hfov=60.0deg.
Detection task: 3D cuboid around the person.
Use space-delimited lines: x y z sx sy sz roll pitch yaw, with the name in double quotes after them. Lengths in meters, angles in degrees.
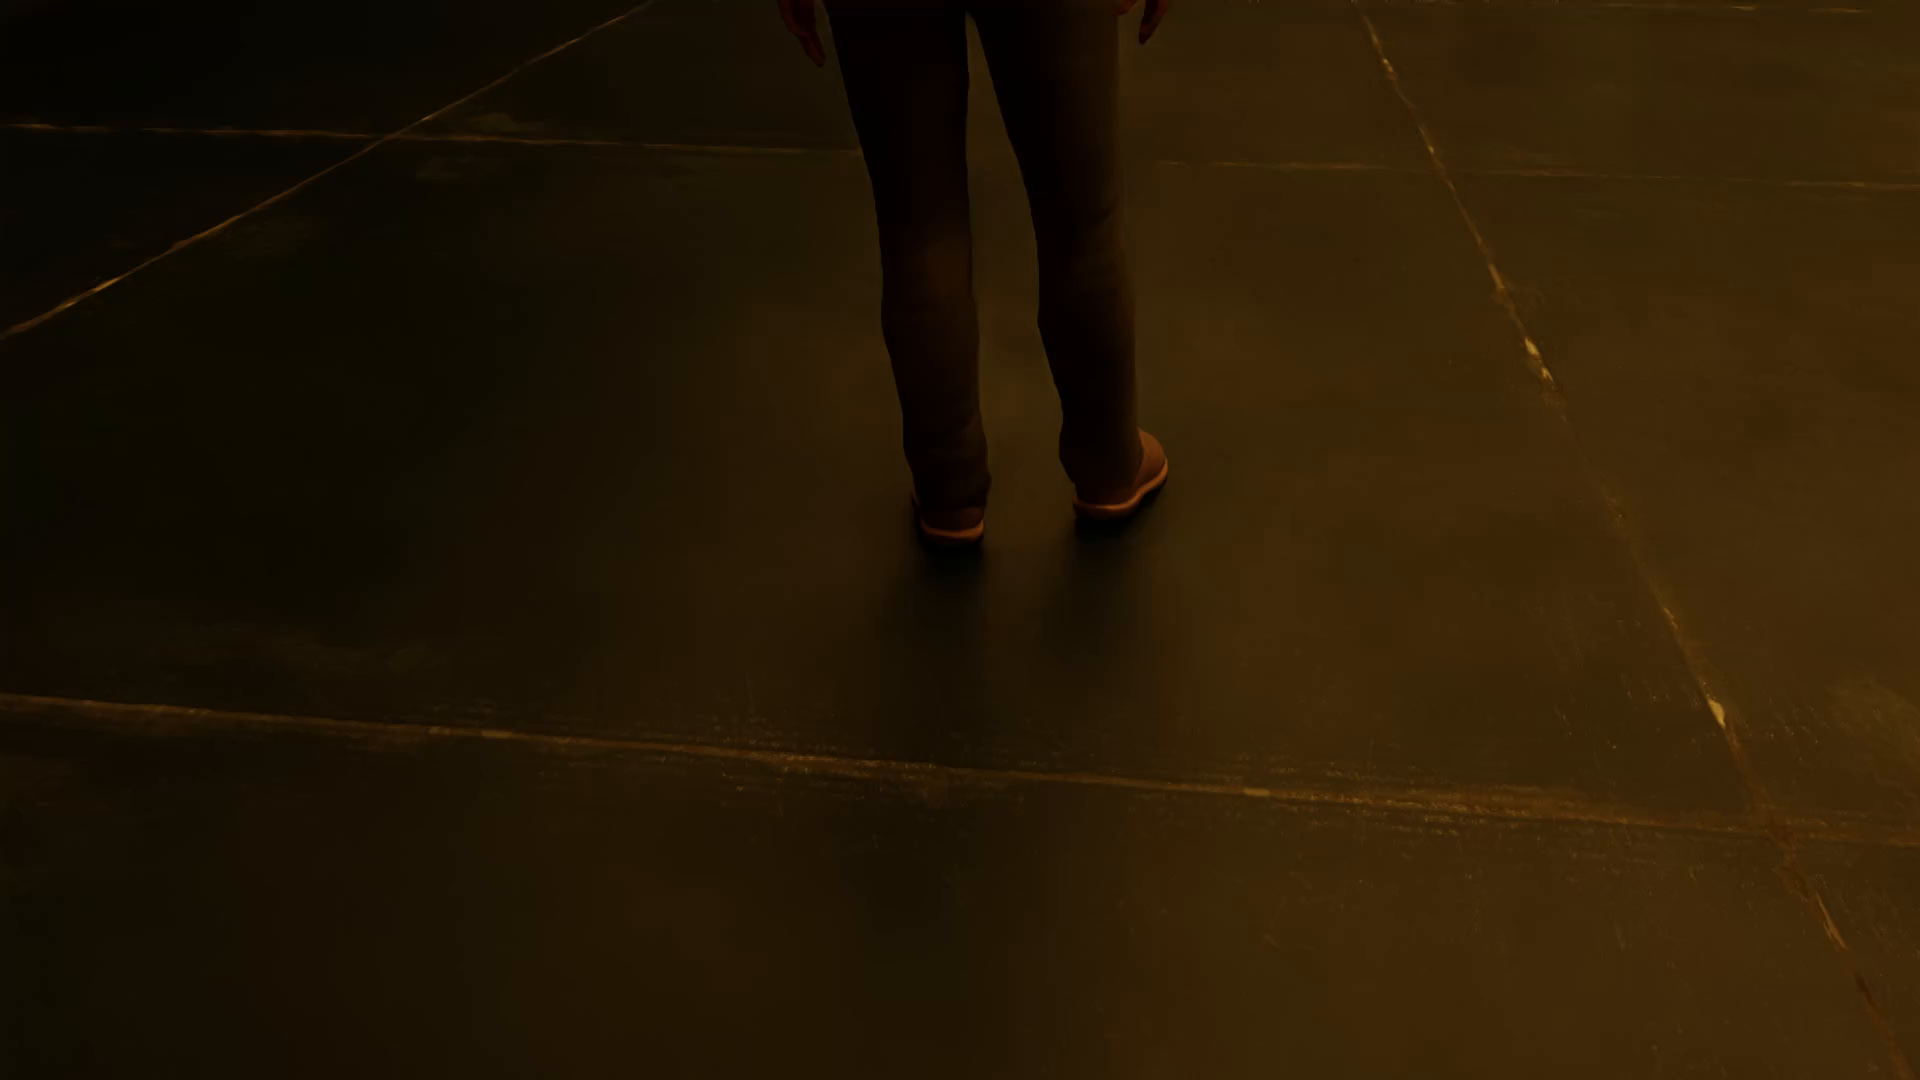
0.031 -0.784 2.203 0.570 1.654 0.503 3 27 7 "person"
